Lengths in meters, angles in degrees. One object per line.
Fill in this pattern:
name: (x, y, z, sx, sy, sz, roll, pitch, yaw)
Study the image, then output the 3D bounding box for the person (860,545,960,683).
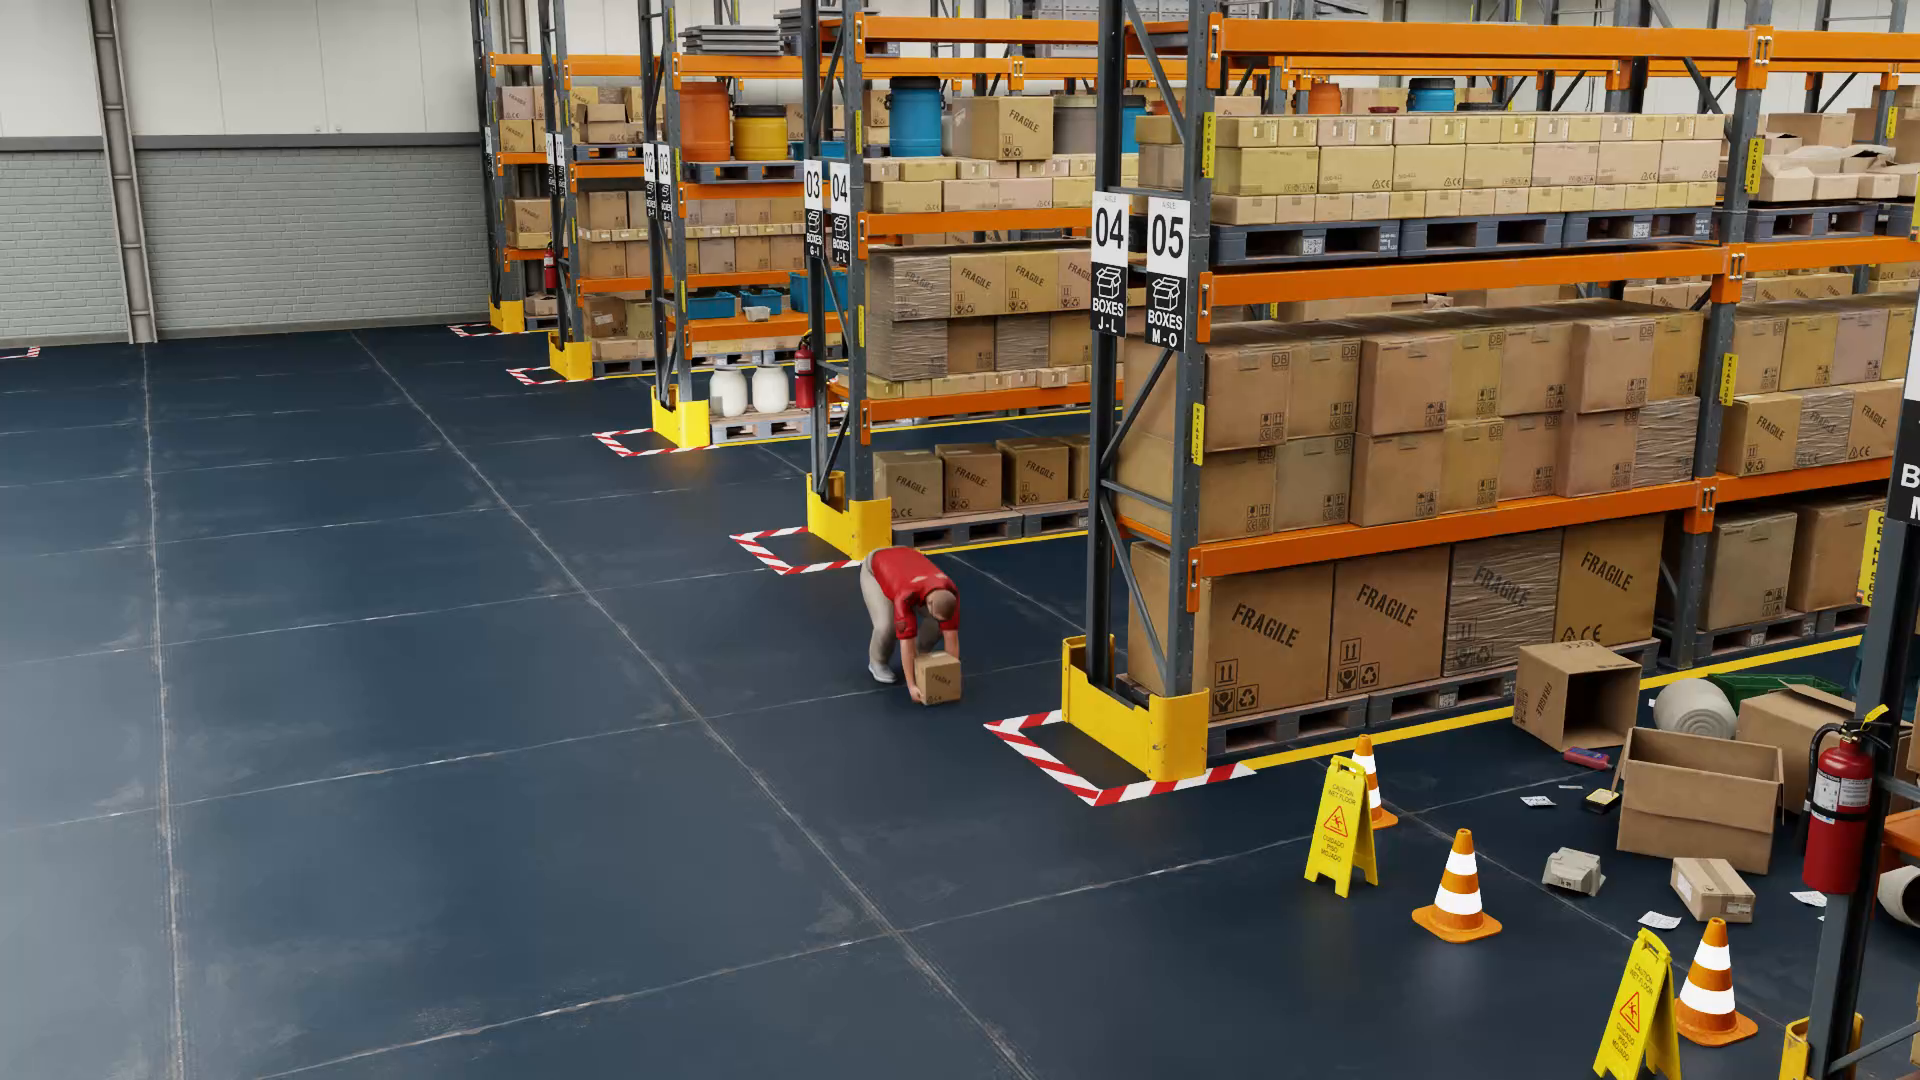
person: (-0.339, 0.494, 10.877, 0.544, 0.867, 0.782, -8, 17, -27)
